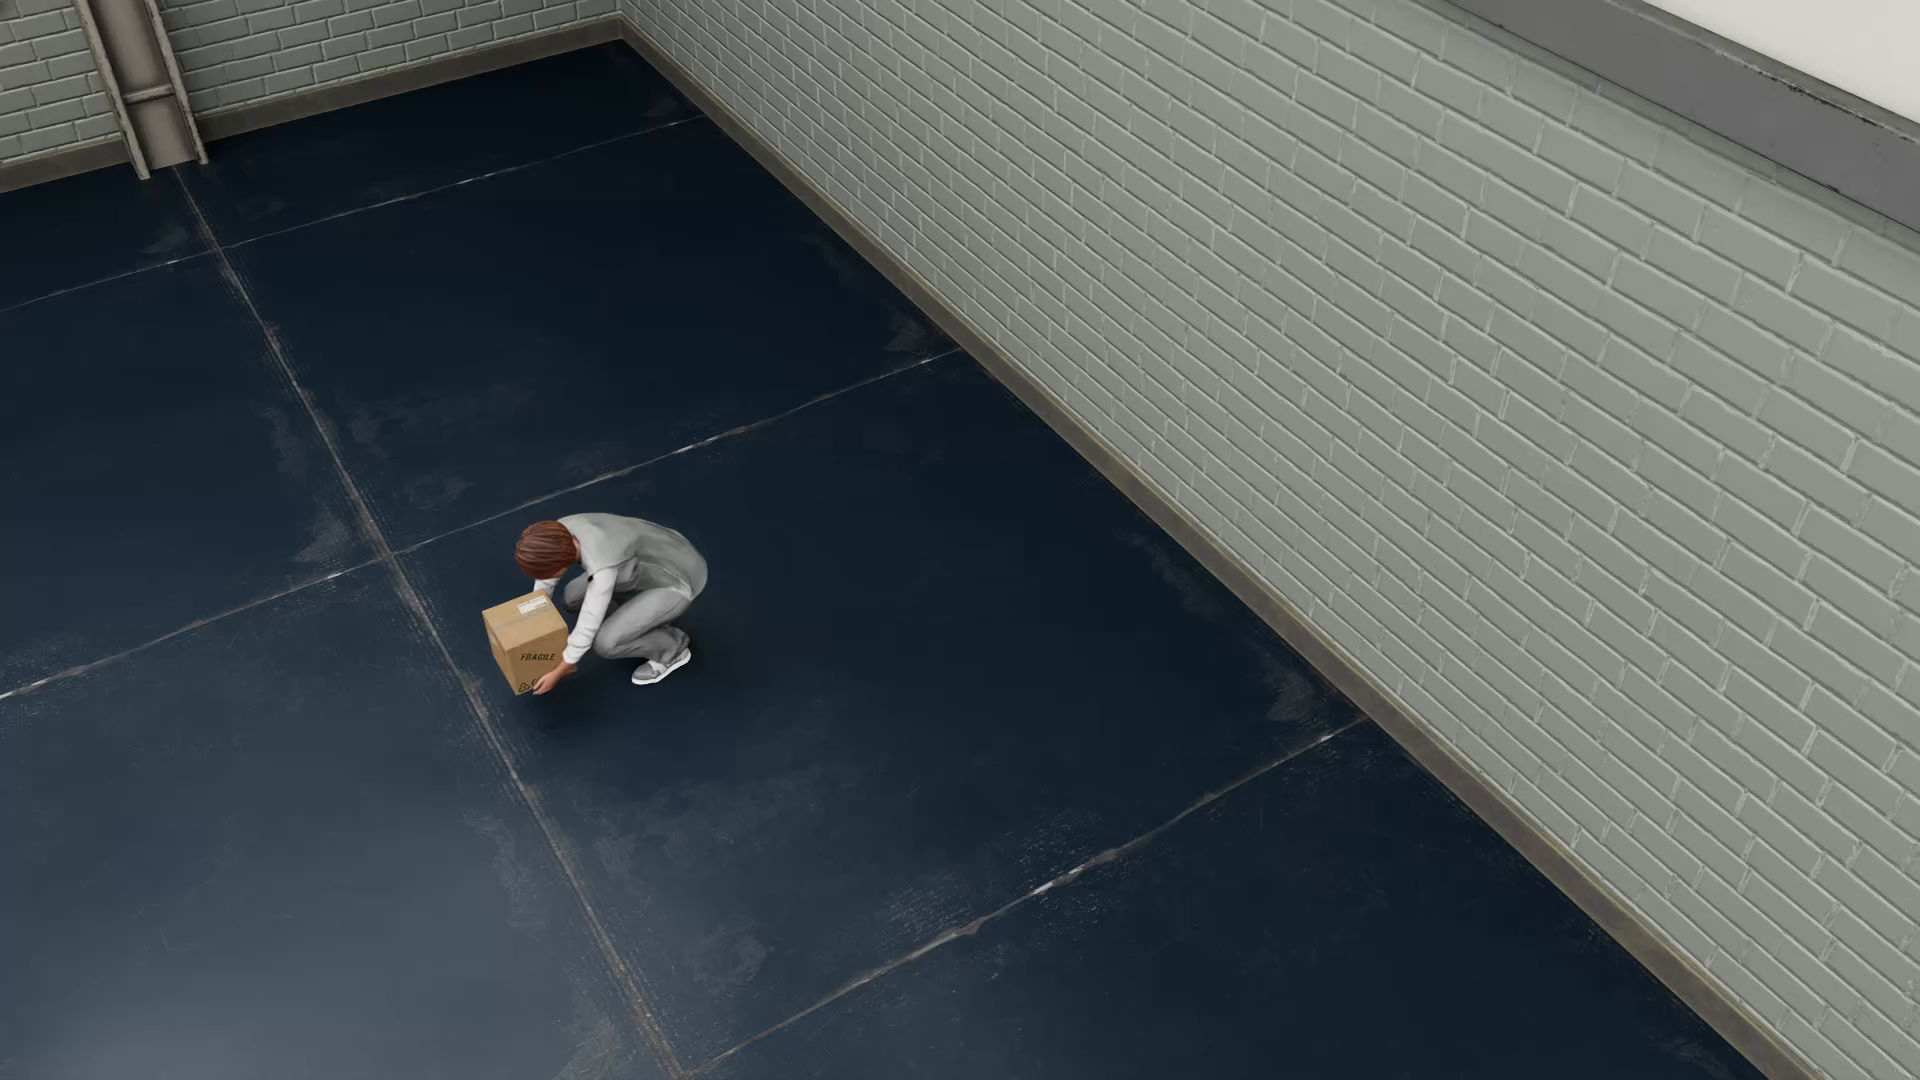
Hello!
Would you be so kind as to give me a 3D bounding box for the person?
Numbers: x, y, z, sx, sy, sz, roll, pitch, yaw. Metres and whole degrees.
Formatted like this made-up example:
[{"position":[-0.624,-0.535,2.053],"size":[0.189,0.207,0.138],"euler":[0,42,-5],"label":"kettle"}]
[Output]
[{"position":[-1.371,0.196,6.494],"size":[0.811,0.875,0.461],"euler":[-23,46,-24],"label":"person"}]
